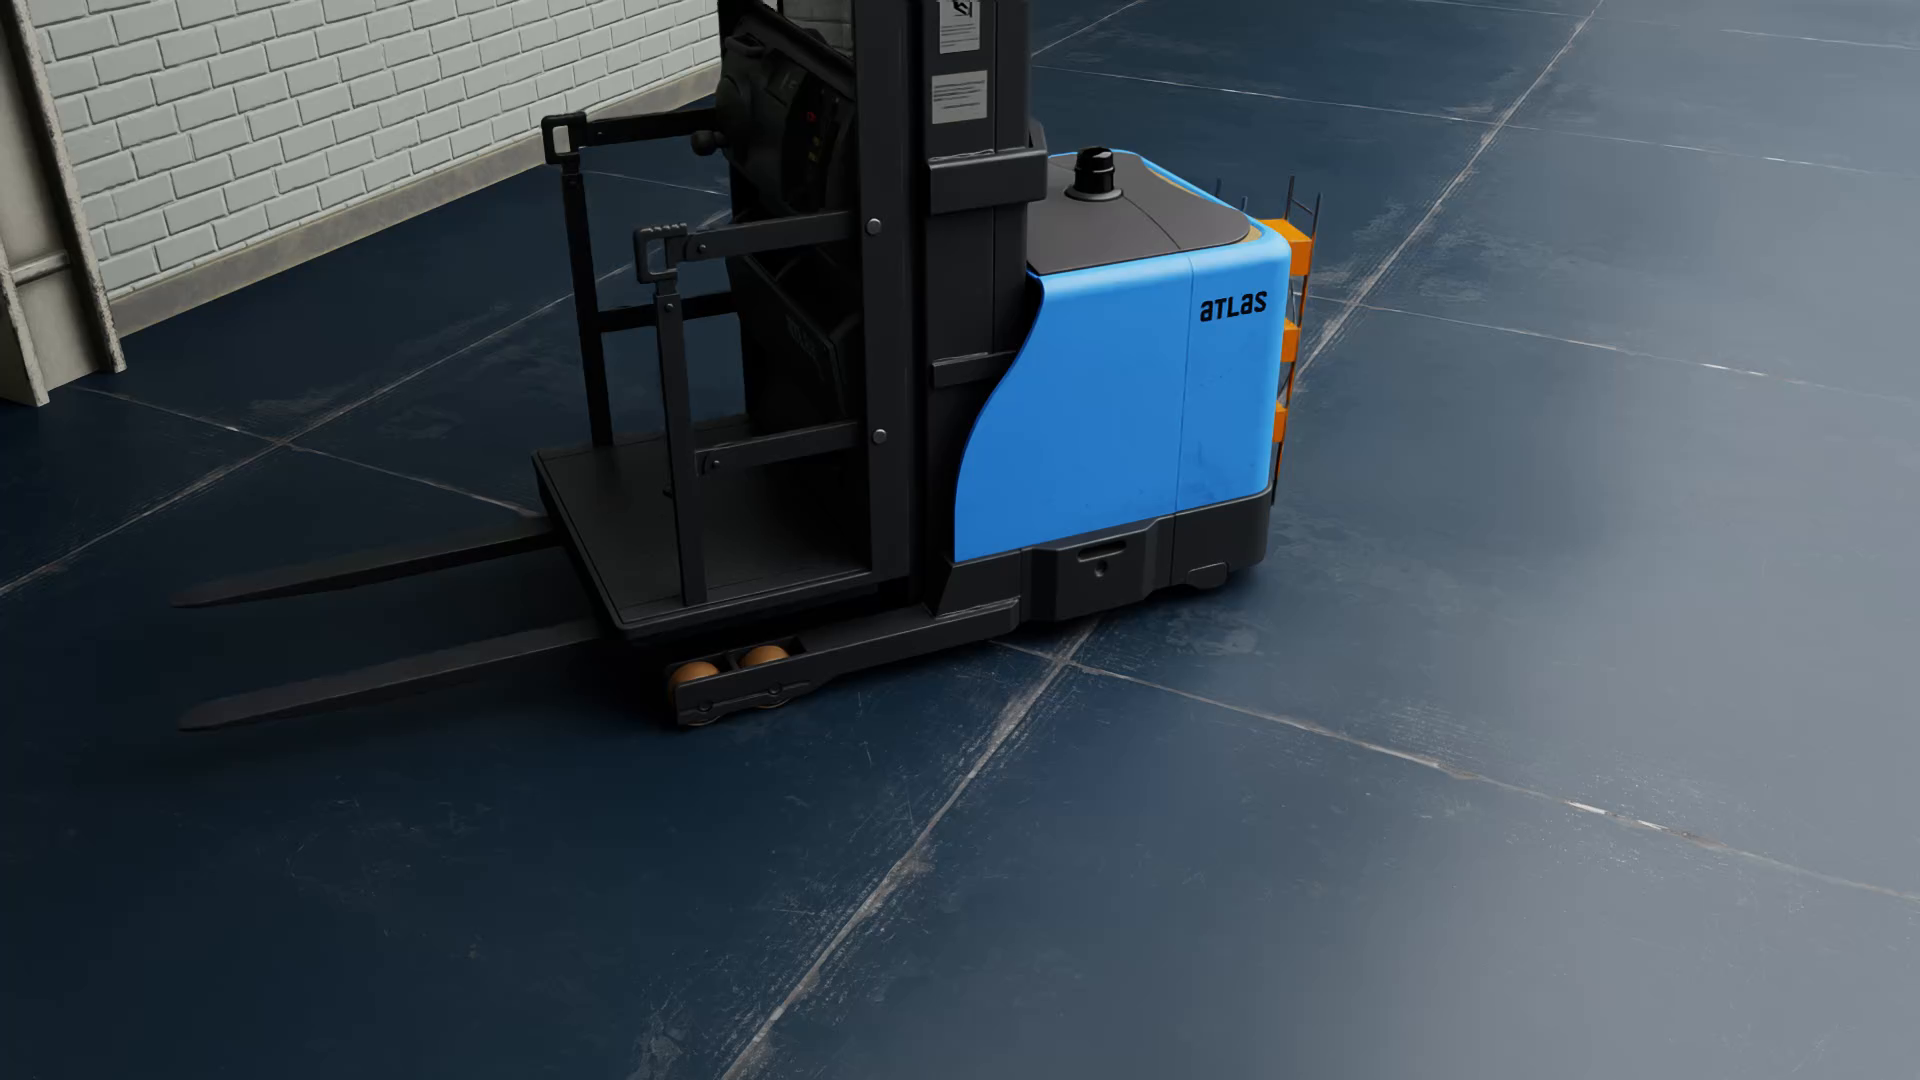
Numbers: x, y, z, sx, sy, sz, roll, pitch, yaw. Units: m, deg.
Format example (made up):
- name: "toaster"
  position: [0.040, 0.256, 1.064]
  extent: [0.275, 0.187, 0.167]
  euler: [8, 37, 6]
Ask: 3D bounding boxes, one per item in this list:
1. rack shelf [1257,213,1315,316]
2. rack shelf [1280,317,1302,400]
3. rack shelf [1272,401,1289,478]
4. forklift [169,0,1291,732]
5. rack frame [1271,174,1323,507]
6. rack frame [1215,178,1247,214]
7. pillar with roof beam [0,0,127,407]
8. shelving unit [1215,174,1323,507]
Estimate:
- name: "rack shelf"
  position: [0.916, -0.840, 5.099]
  extent: [0.240, 0.259, 0.215]
  euler: [-6, 30, -15]
- name: "rack shelf"
  position: [0.904, -0.592, 5.238]
  extent: [0.240, 0.259, 0.215]
  euler: [-6, 30, -15]
- name: "rack shelf"
  position: [0.892, -0.350, 5.373]
  extent: [0.240, 0.259, 0.215]
  euler: [-6, 30, -15]
- name: "forklift"
  position: [-0.637, -1.079, 4.186]
  extent: [3.031, 2.935, 1.130]
  euler: [-13, 32, -21]
- name: "rack frame"
  position: [1.021, -0.614, 5.264]
  extent: [0.008, 1.050, 0.200]
  euler: [-6, 30, -15]
- name: "rack frame"
  position: [0.787, -0.589, 5.200]
  extent: [0.008, 1.050, 0.200]
  euler: [-6, 30, -15]
- name: "pillar with roof beam"
  position: [0.401, -3.535, 2.370]
  extent: [9.100, 9.000, 0.400]
  euler: [14, 33, 23]
- name: "shelving unit"
  position: [0.904, -0.602, 5.232]
  extent: [0.252, 1.050, 0.215]
  euler: [-6, 30, -15]
